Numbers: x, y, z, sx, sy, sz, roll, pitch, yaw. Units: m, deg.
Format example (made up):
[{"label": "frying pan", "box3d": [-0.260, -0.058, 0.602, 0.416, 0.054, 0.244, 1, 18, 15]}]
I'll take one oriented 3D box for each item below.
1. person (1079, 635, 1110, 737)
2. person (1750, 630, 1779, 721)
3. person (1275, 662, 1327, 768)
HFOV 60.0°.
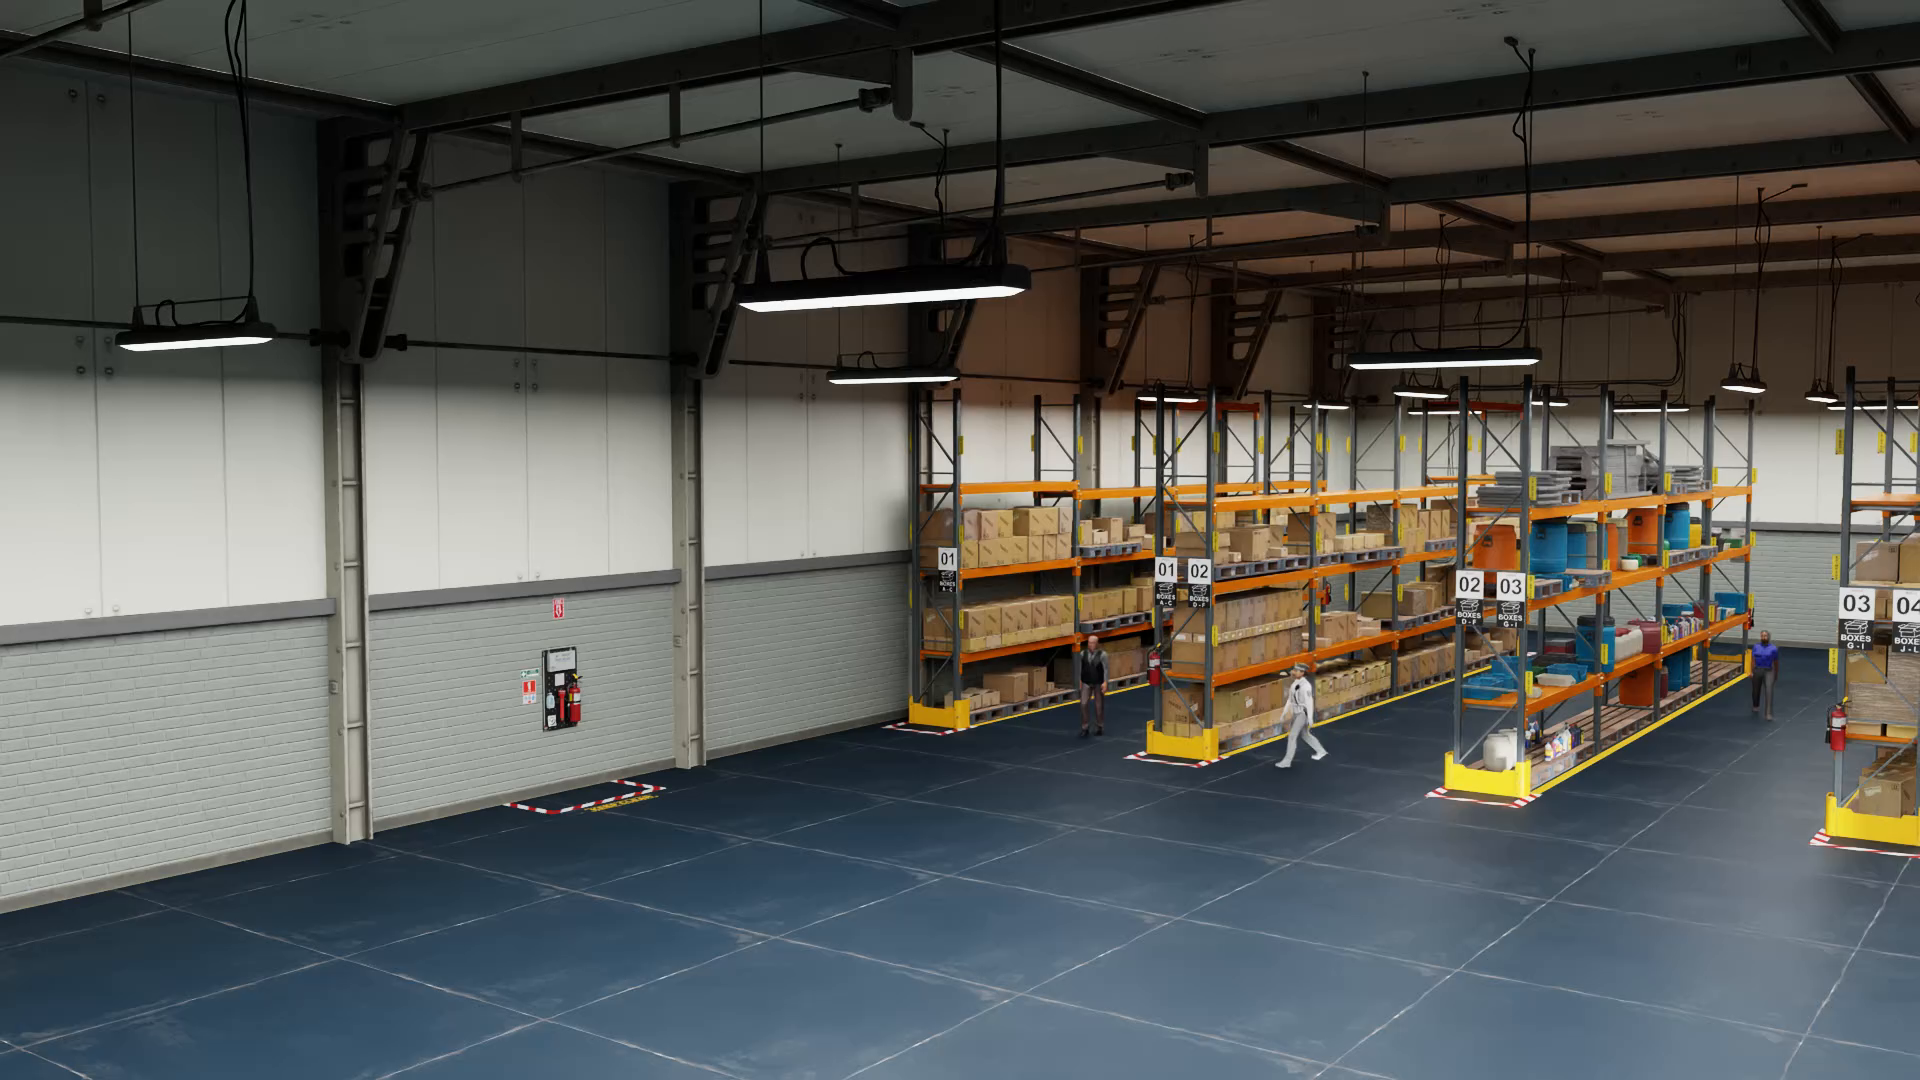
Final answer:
[{"label": "person", "box3d": [2.310, 2.516, 28.724, 0.584, 1.745, 0.658, 1, 4, 22]}, {"label": "person", "box3d": [14.696, 2.450, 30.387, 0.477, 1.592, 0.984, 2, 4, 26]}, {"label": "person", "box3d": [5.306, 2.684, 25.865, 1.046, 1.610, 0.539, -1, 4, -23]}]
